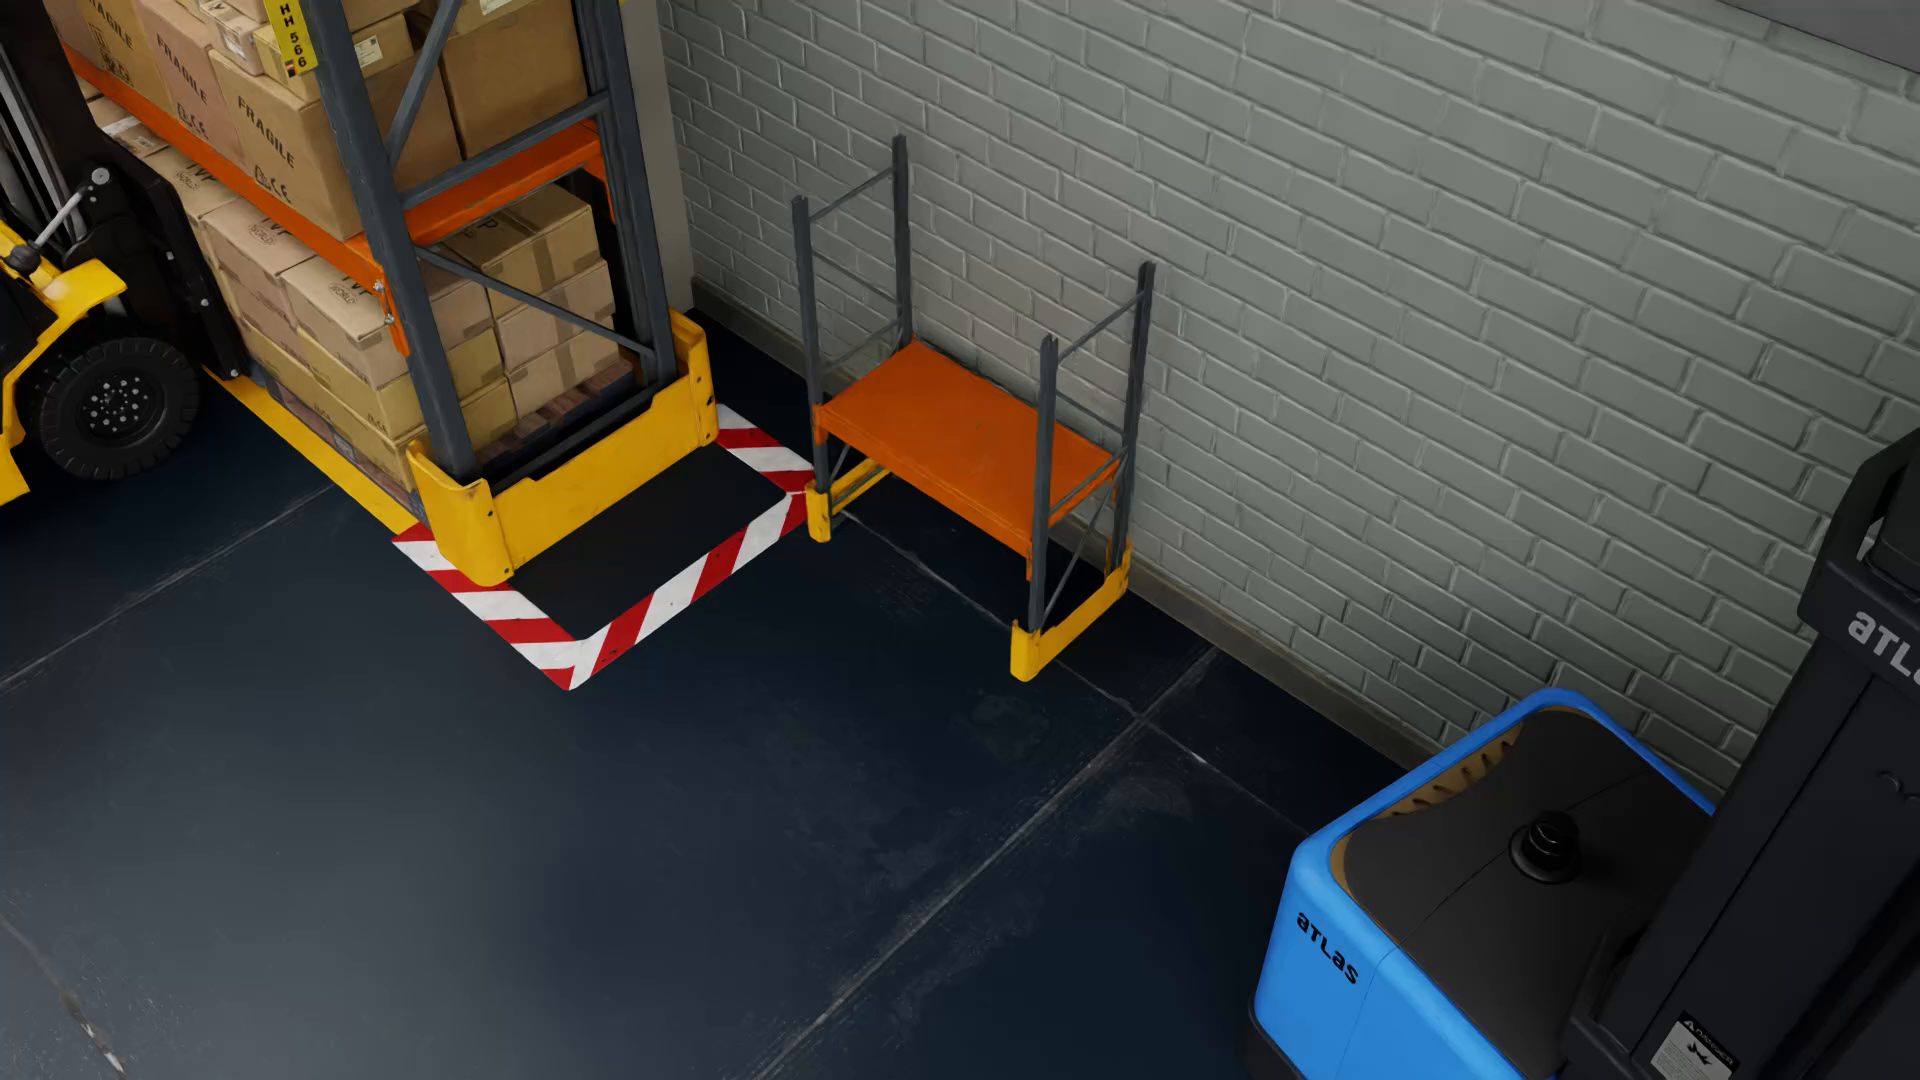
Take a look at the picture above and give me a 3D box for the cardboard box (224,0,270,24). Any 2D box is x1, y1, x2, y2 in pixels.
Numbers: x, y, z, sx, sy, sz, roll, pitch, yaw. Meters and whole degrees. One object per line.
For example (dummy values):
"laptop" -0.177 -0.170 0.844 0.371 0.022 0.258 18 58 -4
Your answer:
"cardboard box" -2.084 -1.773 5.139 0.250 0.149 0.380 34 55 28

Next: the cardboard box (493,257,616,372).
"cardboard box" -1.680 -0.963 6.351 0.500 0.250 0.500 35 56 28

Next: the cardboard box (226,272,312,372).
"cardboard box" -2.407 -0.946 6.336 0.500 0.250 0.500 33 55 27

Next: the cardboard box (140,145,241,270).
"cardboard box" -2.782 -1.344 6.367 0.500 0.250 0.500 35 56 28

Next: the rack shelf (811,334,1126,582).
"rack shelf" 0.028 -0.306 5.755 1.000 0.185 0.538 33 55 27

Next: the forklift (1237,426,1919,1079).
"forklift" 2.040 1.186 3.126 1.130 2.935 3.031 -26 52 -23

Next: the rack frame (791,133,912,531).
"rack frame" -0.351 -0.676 5.856 0.032 1.500 0.500 33 55 27

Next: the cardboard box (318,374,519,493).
"cardboard box" -2.035 -0.511 6.270 0.500 0.250 0.500 34 56 28

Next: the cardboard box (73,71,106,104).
"cardboard box" -3.530 -1.862 6.853 0.500 0.250 0.500 36 56 29

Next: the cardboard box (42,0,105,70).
"cardboard box" -3.144 -2.139 6.133 0.500 0.500 0.500 34 56 28

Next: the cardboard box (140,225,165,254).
"cardboard box" -3.165 -1.439 6.799 0.500 0.250 0.500 34 55 28

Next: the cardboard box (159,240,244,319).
"cardboard box" -2.800 -1.190 6.565 0.500 0.250 0.500 33 55 27

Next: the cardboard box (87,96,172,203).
"cardboard box" -3.150 -1.599 6.606 0.500 0.250 0.500 33 55 27

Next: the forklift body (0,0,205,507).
"forklift body" -4.106 -0.915 5.634 1.214 2.155 2.313 34 55 28

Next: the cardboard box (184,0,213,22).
"cardboard box" -2.278 -1.794 5.364 0.250 0.149 0.380 35 56 28

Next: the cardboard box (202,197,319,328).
"cardboard box" -2.405 -1.100 6.137 0.500 0.250 0.500 35 56 28

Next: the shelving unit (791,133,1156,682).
"shelving unit" 0.021 -0.434 5.628 1.083 1.500 0.587 33 55 27

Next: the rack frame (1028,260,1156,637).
"rack frame" 0.408 -0.183 5.393 0.032 1.500 0.500 33 55 27

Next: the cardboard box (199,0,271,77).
"cardboard box" -2.128 -1.633 5.212 0.250 0.149 0.380 35 56 28

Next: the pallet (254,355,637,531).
"pallet" -2.066 -0.646 6.712 1.213 0.211 1.003 34 55 28

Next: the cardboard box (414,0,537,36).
"cardboard box" -1.549 -1.808 5.377 0.250 0.149 0.380 33 55 27

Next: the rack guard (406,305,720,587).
"rack guard" -1.458 -0.378 6.262 0.348 0.500 1.175 34 55 28

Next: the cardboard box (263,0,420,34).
"cardboard box" -1.882 -1.667 5.040 0.250 0.149 0.380 34 55 28

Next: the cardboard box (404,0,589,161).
"cardboard box" -1.651 -1.673 5.695 0.500 0.500 0.500 36 56 29

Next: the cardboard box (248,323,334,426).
"cardboard box" -2.394 -0.762 6.506 0.500 0.250 0.500 34 55 28

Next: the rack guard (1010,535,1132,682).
"rack guard" 0.393 0.236 5.857 0.087 0.250 0.587 33 55 27

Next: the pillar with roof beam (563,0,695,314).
"pillar with roof beam" -4.296 -1.820 1.786 0.400 9.000 9.100 34 55 28

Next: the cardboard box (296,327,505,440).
"cardboard box" -2.045 -0.692 6.097 0.500 0.250 0.500 33 55 27

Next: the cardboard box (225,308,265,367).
"cardboard box" -2.756 -1.014 6.743 0.500 0.250 0.500 35 56 28

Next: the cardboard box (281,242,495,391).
"cardboard box" -2.026 -0.851 5.903 0.500 0.250 0.500 36 56 29

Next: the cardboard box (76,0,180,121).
"cardboard box" -2.767 -1.897 5.905 0.500 0.500 0.500 33 55 27

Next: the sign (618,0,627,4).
"sign" -1.095 -1.863 5.294 0.005 0.325 0.100 34 55 28

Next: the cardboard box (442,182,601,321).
"cardboard box" -1.700 -1.129 6.165 0.500 0.250 0.500 33 55 27

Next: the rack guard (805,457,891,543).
"rack guard" -0.351 -0.248 6.311 0.087 0.250 0.587 33 55 27

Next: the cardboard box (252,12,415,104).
"cardboard box" -1.920 -1.523 5.109 0.250 0.149 0.380 35 56 28

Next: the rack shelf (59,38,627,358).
"rack shelf" -2.945 -1.988 6.552 4.000 0.370 1.077 34 55 28

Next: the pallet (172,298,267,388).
"pallet" -2.958 -1.250 7.278 1.213 0.211 1.003 34 55 28

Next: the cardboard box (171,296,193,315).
"cardboard box" -3.153 -1.259 6.972 0.500 0.250 0.500 36 56 29

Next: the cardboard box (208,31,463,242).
"cardboard box" -2.015 -1.382 5.422 0.500 0.500 0.500 33 55 27

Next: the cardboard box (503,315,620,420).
"cardboard box" -1.704 -0.795 6.537 0.500 0.250 0.500 34 56 28

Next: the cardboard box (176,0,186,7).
"cardboard box" -2.452 -1.923 5.484 0.250 0.149 0.380 34 55 27

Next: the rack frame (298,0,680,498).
"rack frame" -1.476 -1.245 5.362 0.127 3.000 1.000 34 55 28

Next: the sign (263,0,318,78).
"sign" -1.854 -1.439 4.587 0.005 0.325 0.100 34 55 28

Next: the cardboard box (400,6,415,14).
"cardboard box" -1.774 -1.896 5.459 0.250 0.149 0.380 34 55 28

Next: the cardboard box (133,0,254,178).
"cardboard box" -2.390 -1.644 5.667 0.500 0.500 0.500 36 56 29
